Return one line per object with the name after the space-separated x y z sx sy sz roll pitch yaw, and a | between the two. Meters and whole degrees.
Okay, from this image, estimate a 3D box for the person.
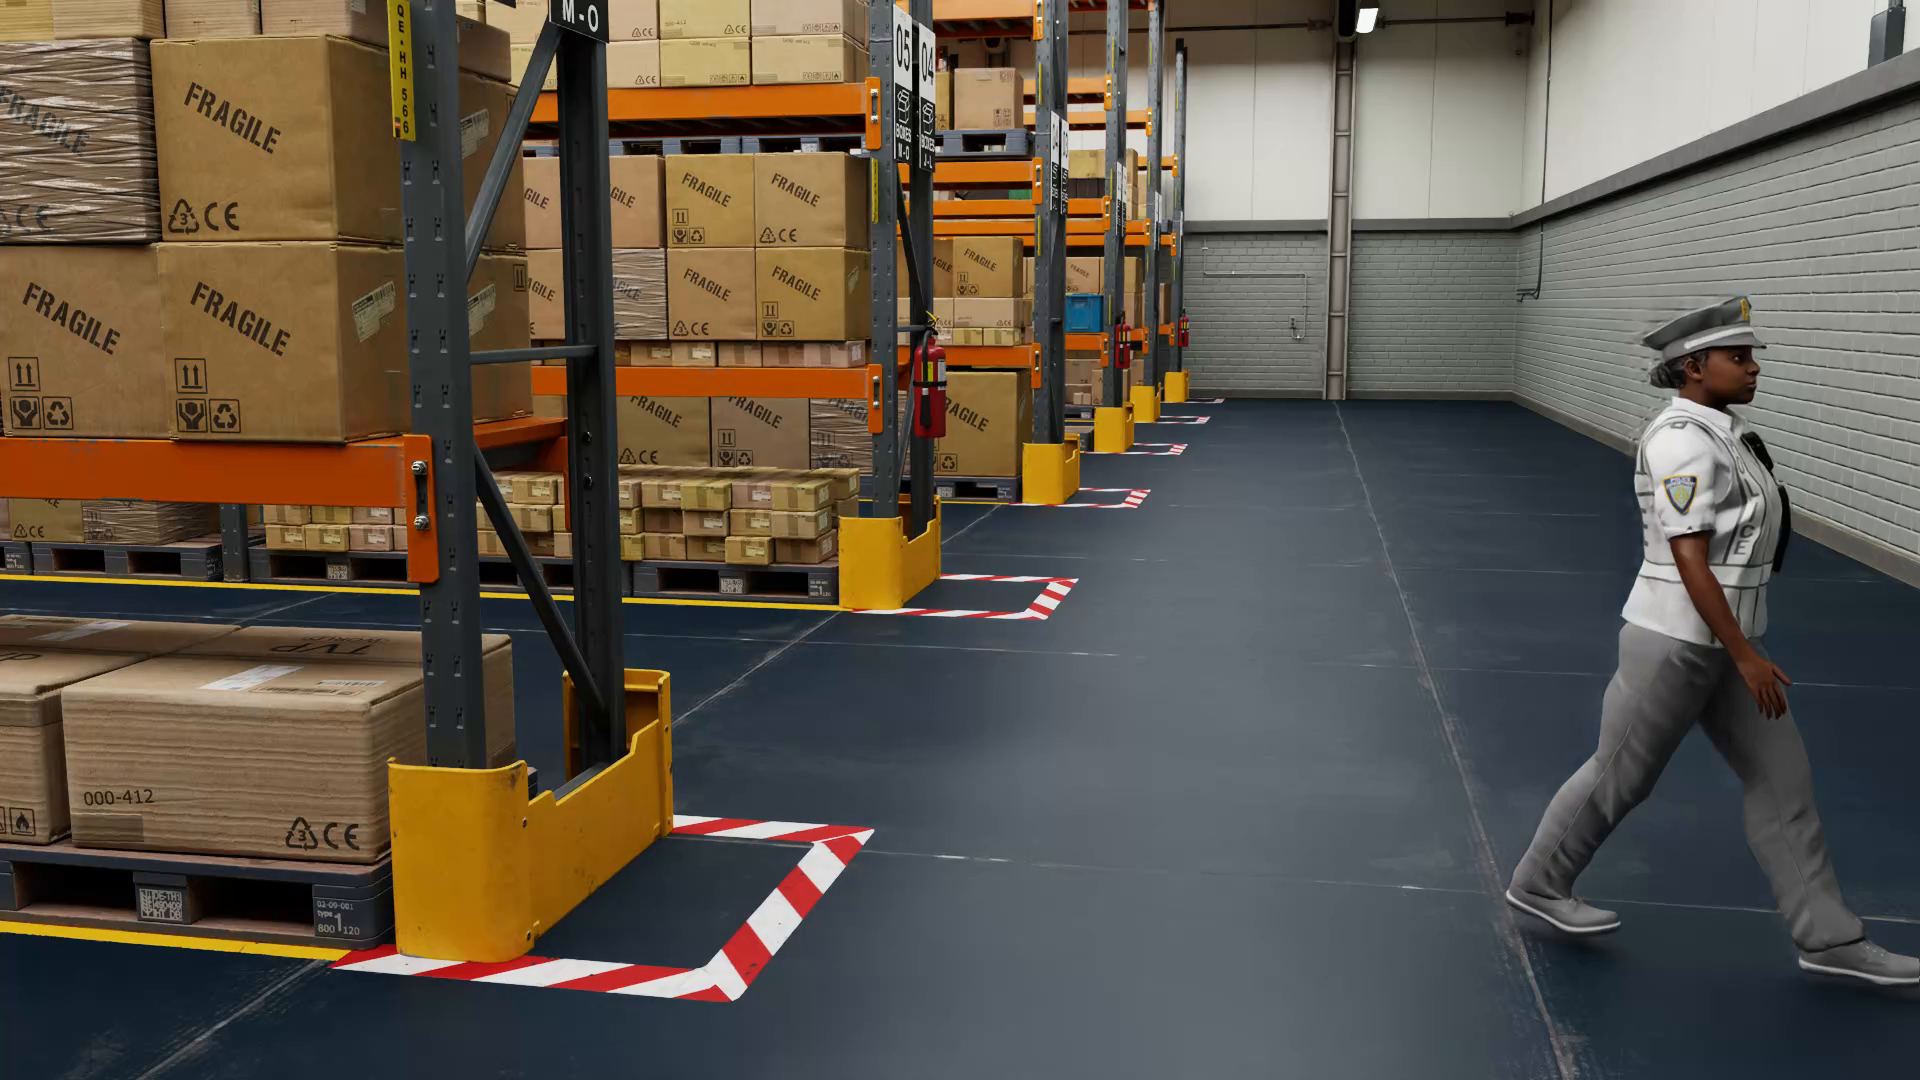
1.851 0.229 4.028 0.980 1.630 0.477 7 11 40 | person
